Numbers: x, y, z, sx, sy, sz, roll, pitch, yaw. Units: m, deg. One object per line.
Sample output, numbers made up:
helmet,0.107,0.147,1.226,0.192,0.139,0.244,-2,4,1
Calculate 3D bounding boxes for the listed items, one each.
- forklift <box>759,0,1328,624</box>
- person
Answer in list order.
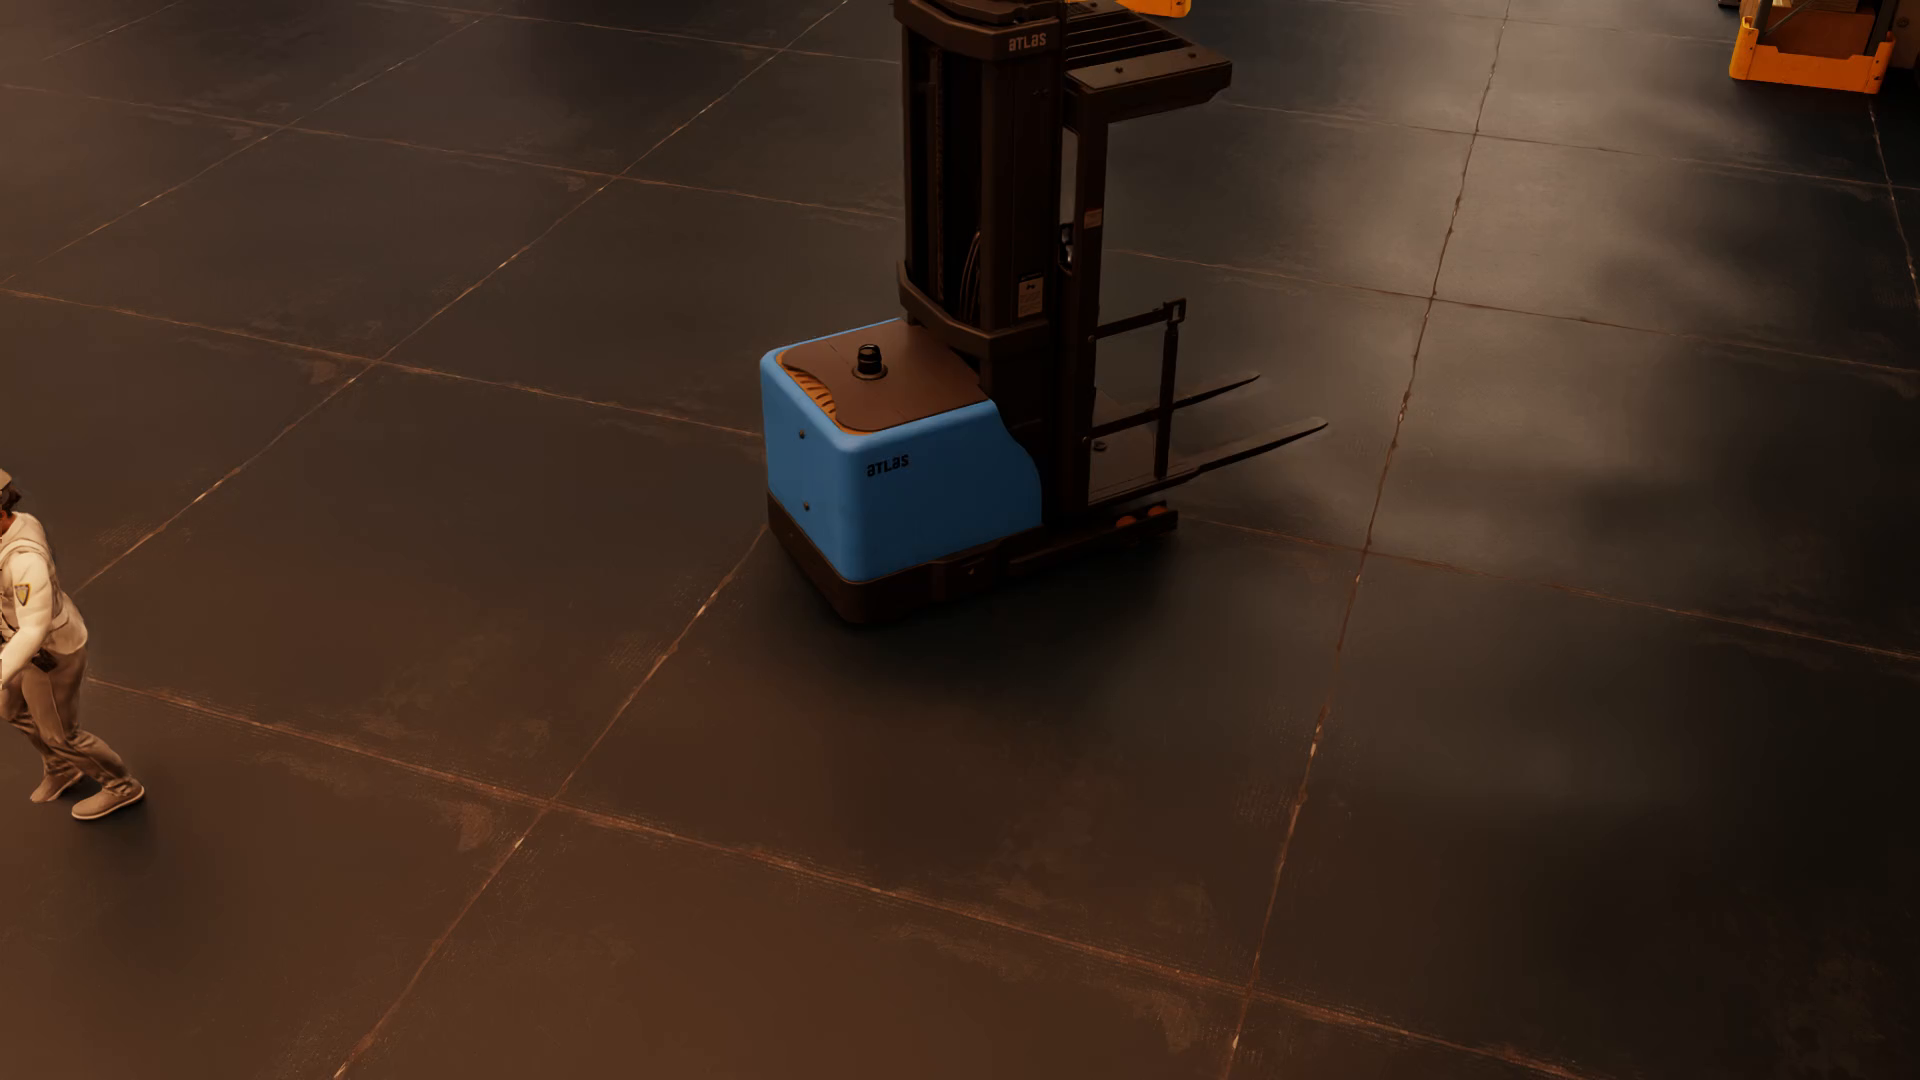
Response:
forklift,0.549,-1.403,8.090,3.031,2.935,1.130,-18,39,-23
person,-3.691,0.476,6.599,0.461,1.694,0.859,-18,39,-24
